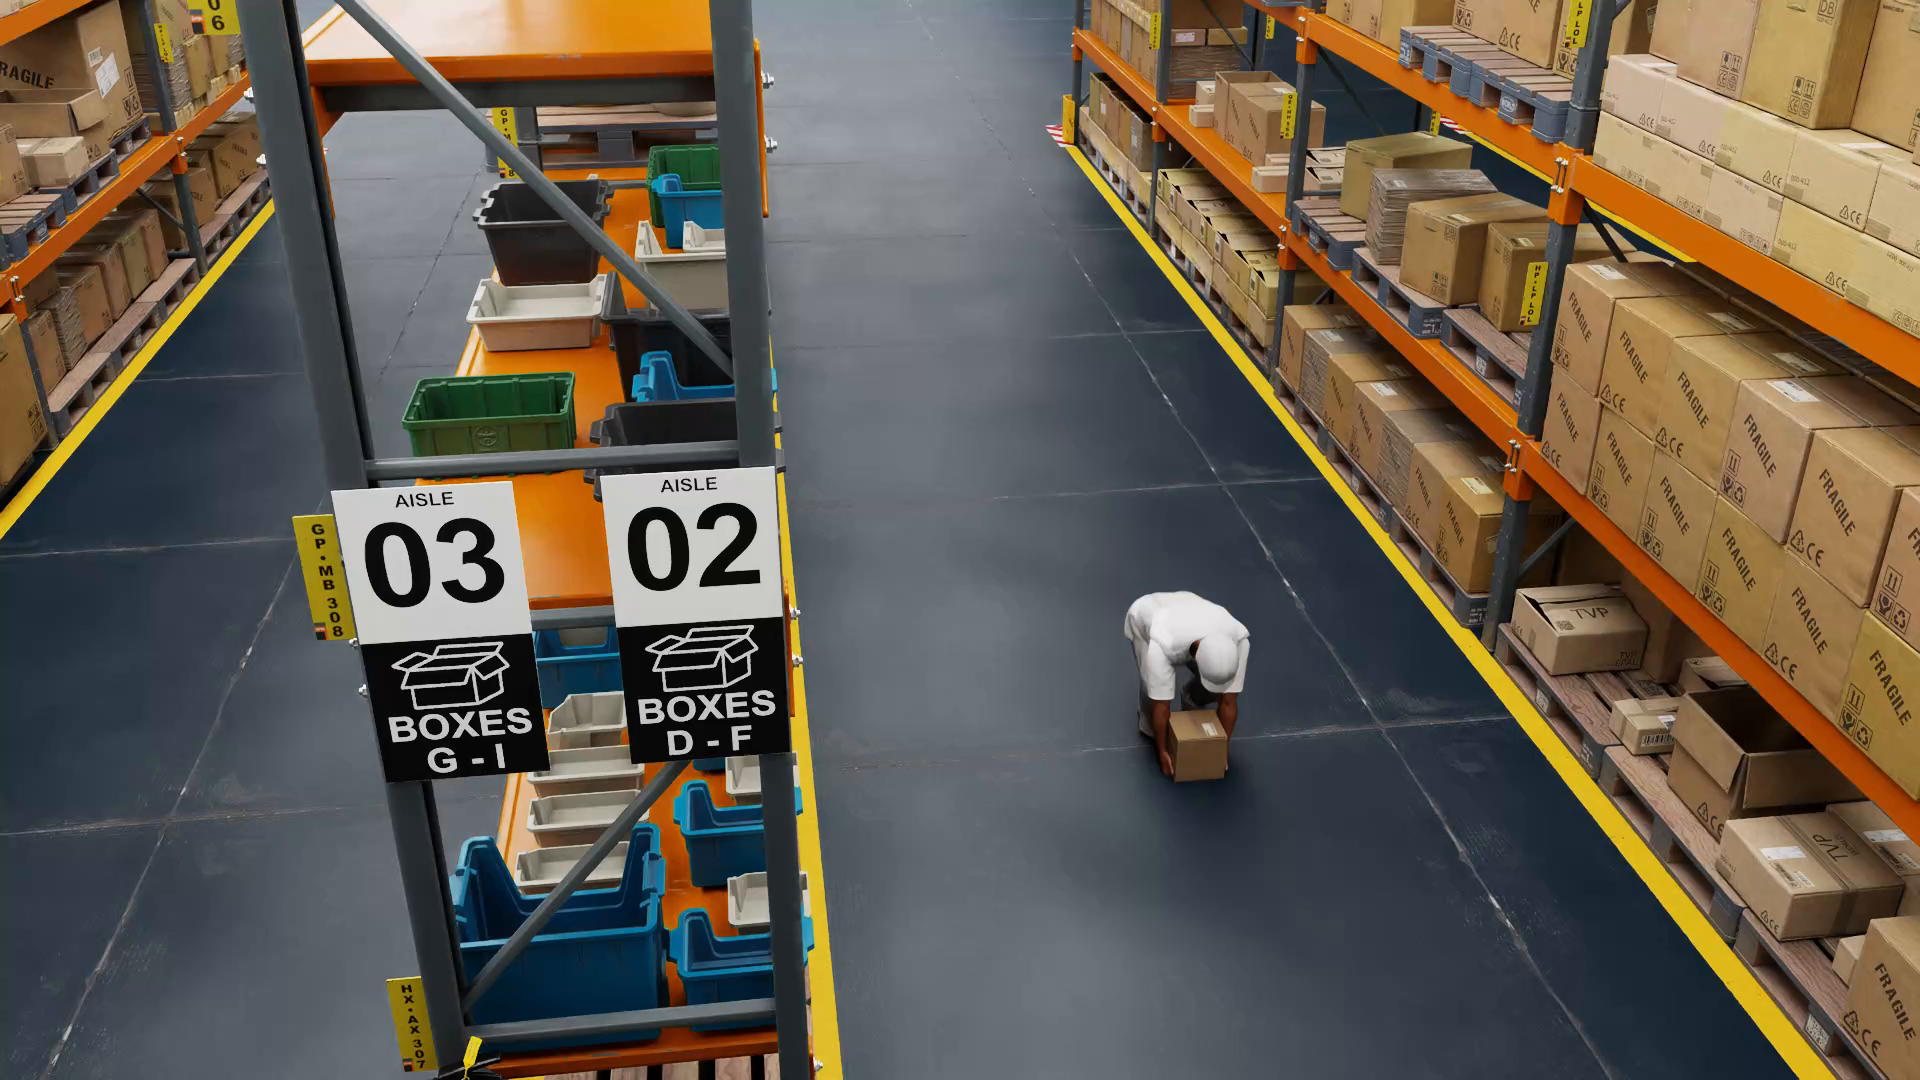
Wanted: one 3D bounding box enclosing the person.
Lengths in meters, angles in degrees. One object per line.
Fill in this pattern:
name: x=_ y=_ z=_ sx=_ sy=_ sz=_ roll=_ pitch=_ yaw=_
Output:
person: x=1.156 y=0.668 z=8.388 sx=0.530 sy=0.835 sz=0.951 roll=-4 pitch=27 yaw=-8
